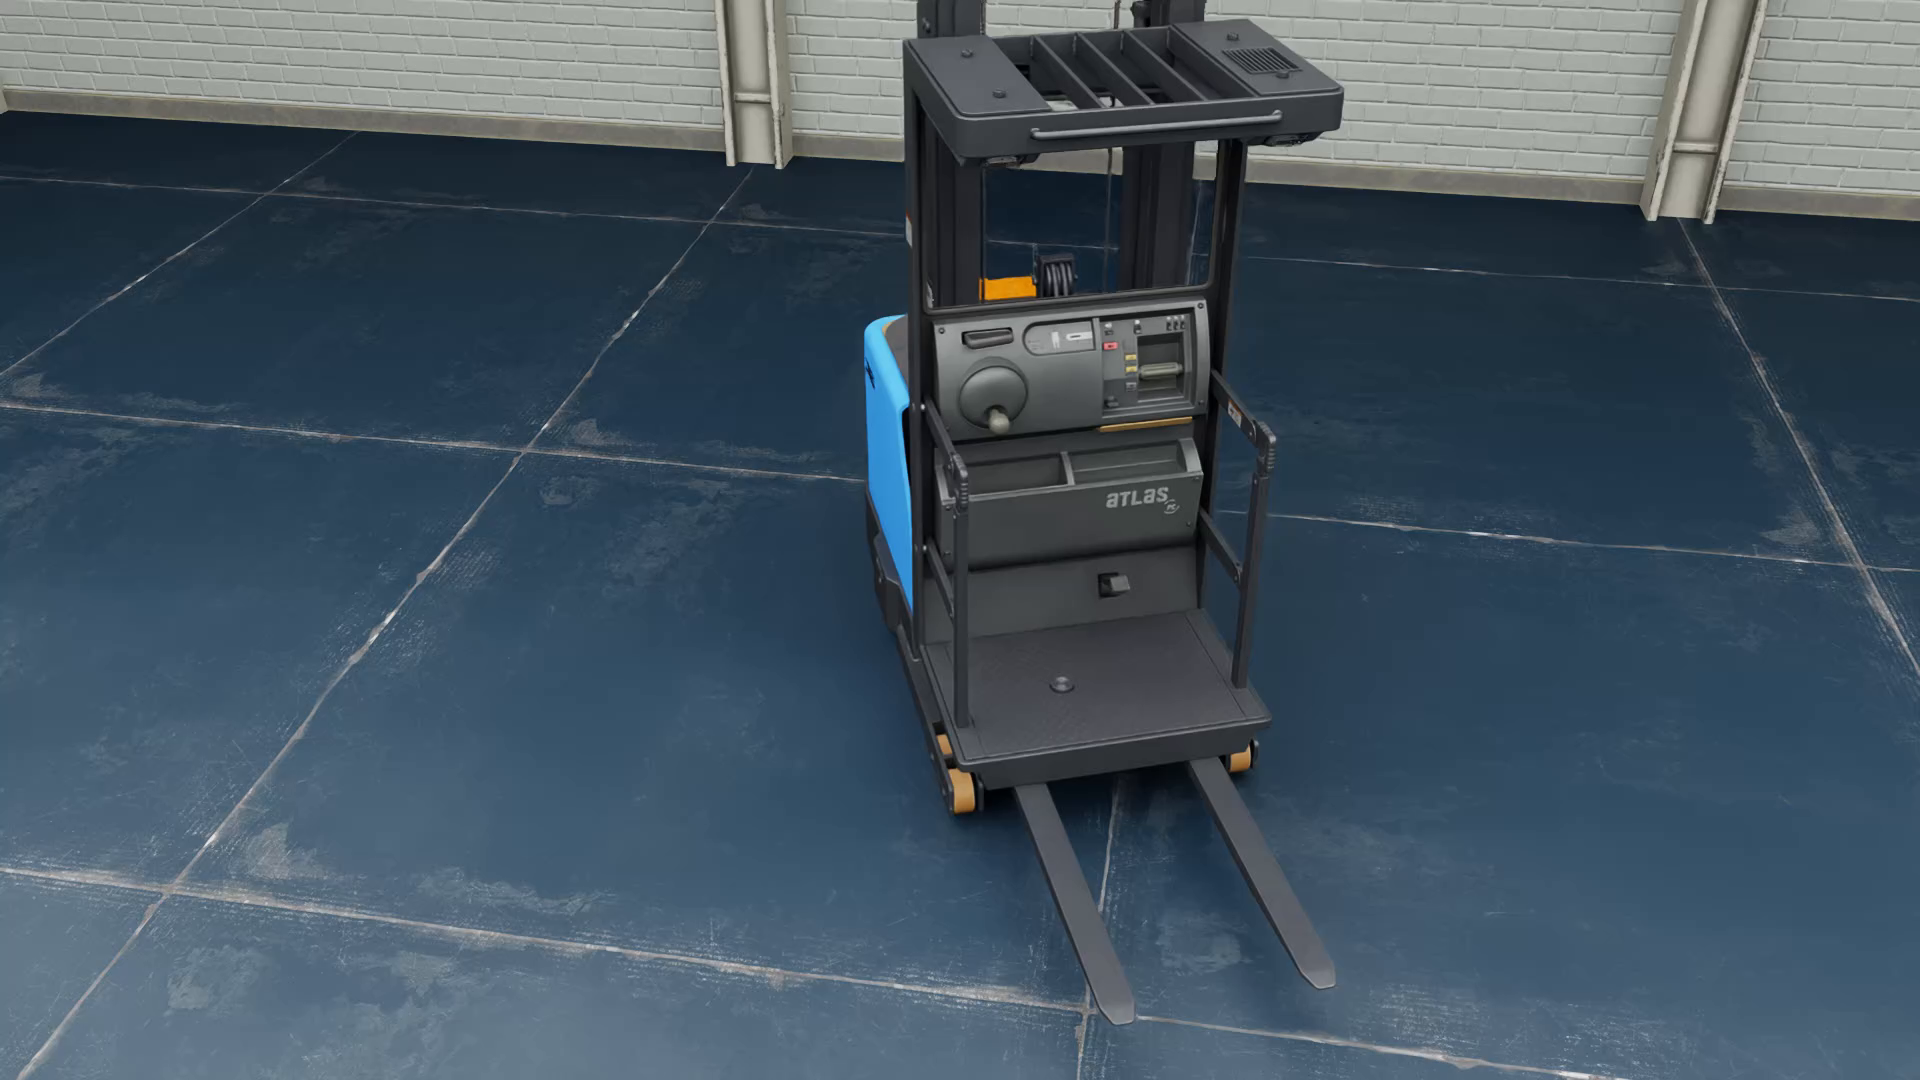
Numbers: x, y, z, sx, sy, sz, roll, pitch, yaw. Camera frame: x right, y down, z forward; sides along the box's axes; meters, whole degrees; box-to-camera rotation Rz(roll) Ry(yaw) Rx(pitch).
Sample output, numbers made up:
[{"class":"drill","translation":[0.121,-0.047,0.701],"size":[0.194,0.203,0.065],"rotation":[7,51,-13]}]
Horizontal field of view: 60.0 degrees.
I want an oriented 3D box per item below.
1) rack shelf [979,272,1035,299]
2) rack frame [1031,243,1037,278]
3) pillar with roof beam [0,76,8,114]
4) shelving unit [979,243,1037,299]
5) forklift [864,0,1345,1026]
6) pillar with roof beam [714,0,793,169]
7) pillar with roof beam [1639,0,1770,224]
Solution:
[{"class":"rack shelf","translation":[0.098,-0.981,6.946],"size":[0.480,0.148,0.258],"rotation":[-7,33,-11]},{"class":"rack frame","translation":[0.336,-0.677,7.200],"size":[0.015,1.200,0.240],"rotation":[-7,33,-11]},{"class":"pillar with roof beam","translation":[-8.008,-4.710,6.293],"size":[0.400,9.000,9.100],"rotation":[5,32,8]},{"class":"shelving unit","translation":[0.098,-0.648,7.154],"size":[0.503,1.200,0.258],"rotation":[-7,33,-11]},{"class":"forklift","translation":[0.425,-0.516,5.312],"size":[1.130,2.935,3.031],"rotation":[-7,33,-11]},{"class":"pillar with roof beam","translation":[-2.093,-4.174,5.438],"size":[0.400,9.000,9.100],"rotation":[5,32,8]},{"class":"pillar with roof beam","translation":[3.821,-3.639,4.582],"size":[0.400,9.000,9.100],"rotation":[5,32,8]}]
